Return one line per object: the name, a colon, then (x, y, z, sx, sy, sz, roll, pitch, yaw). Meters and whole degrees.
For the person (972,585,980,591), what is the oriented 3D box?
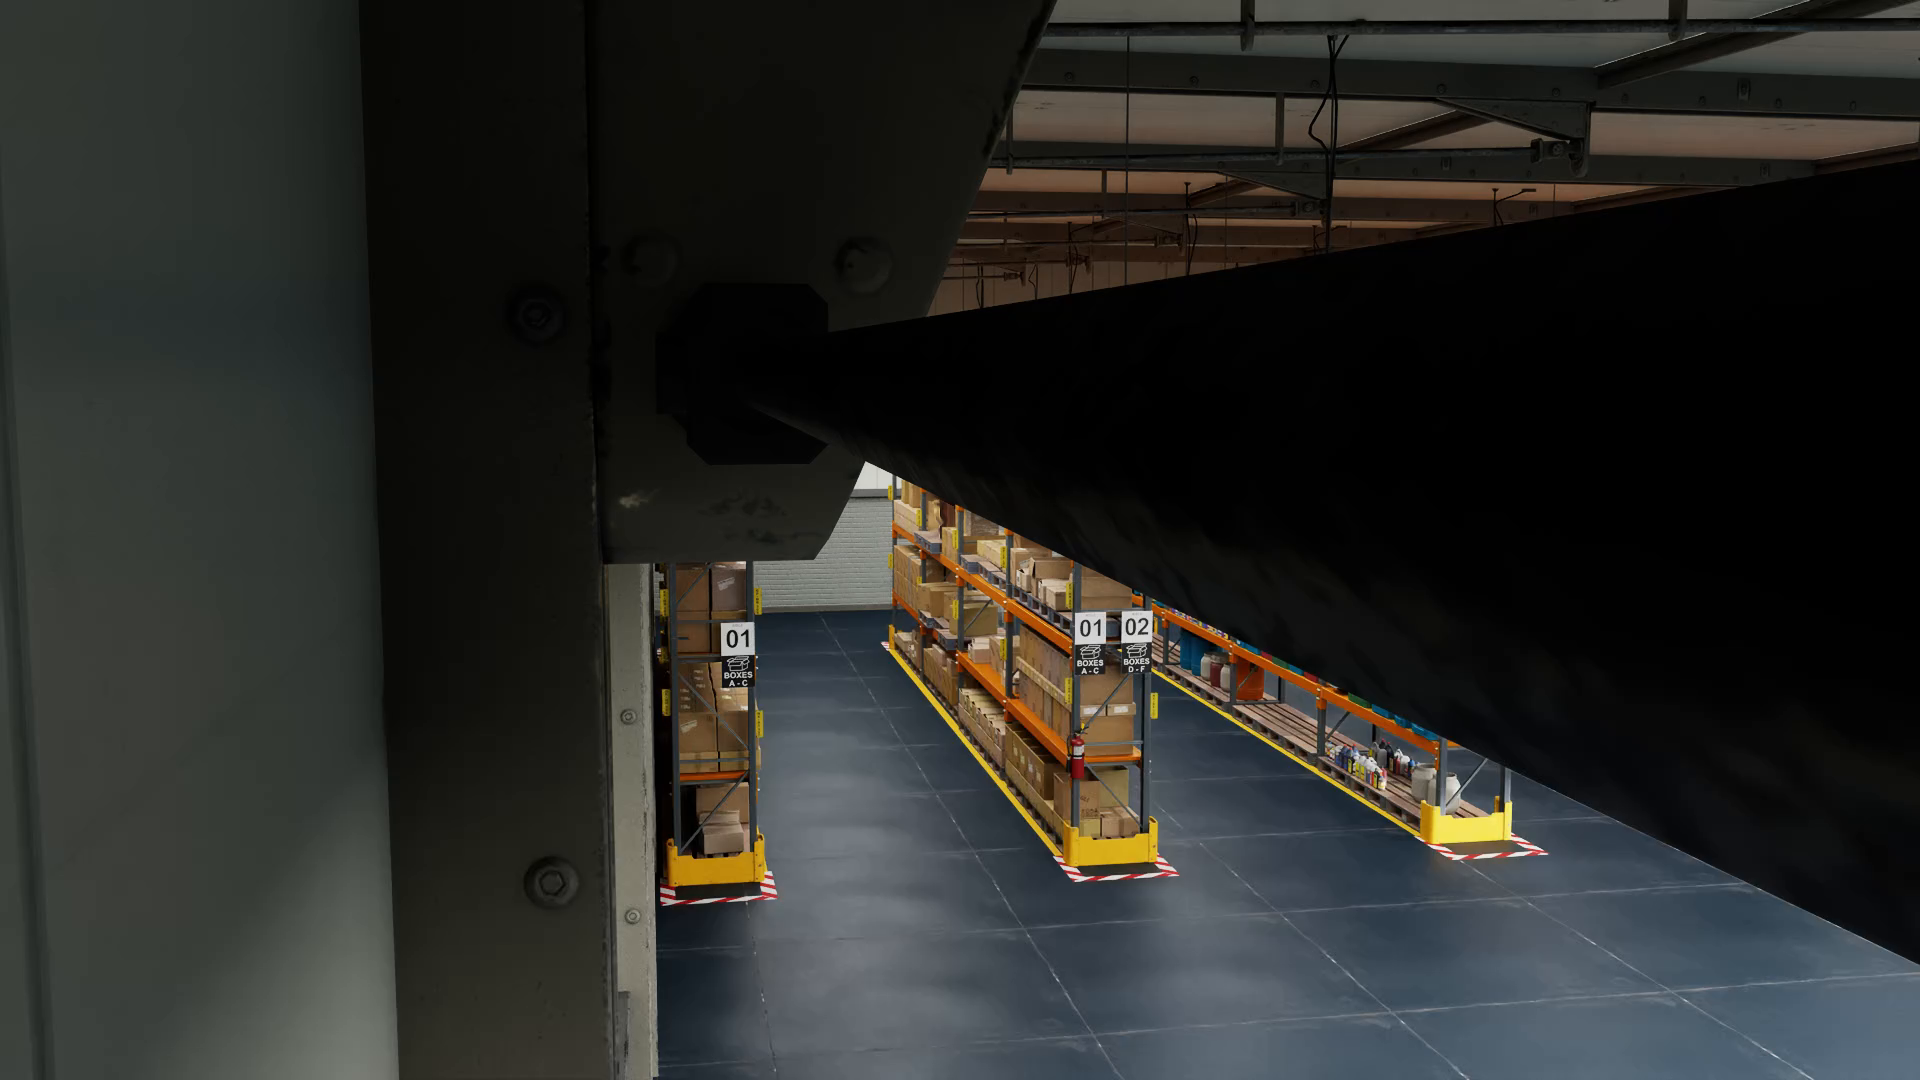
person: (0.353, 1.463, 37.246, 0.736, 1.763, 0.732, 4, 7, 31)

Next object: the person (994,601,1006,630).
person: (0.845, 1.579, 36.514, 0.626, 1.625, 0.574, -2, 7, -22)
